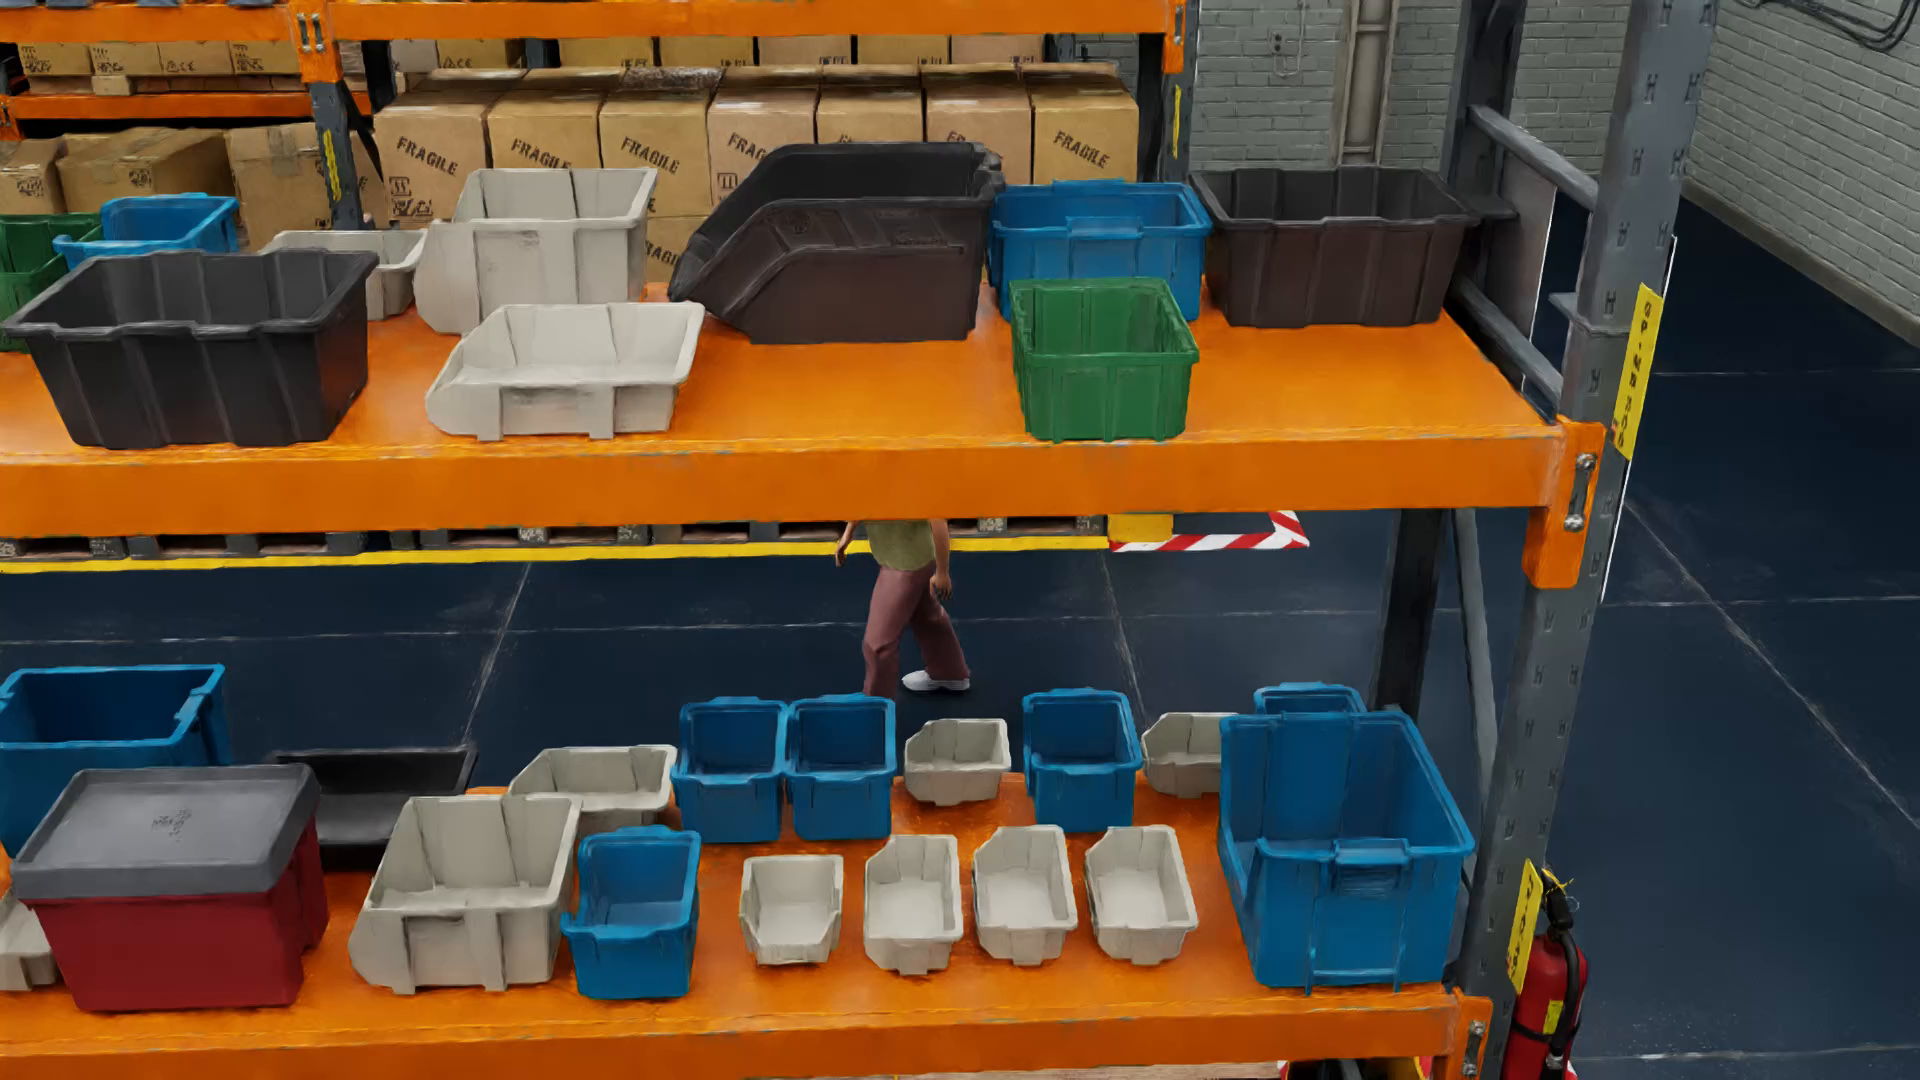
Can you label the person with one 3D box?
[{"bbox_3d":[-0.275,0.073,7.008,0.798,1.630,0.526,-13,30,-23],"label":"person"}]
